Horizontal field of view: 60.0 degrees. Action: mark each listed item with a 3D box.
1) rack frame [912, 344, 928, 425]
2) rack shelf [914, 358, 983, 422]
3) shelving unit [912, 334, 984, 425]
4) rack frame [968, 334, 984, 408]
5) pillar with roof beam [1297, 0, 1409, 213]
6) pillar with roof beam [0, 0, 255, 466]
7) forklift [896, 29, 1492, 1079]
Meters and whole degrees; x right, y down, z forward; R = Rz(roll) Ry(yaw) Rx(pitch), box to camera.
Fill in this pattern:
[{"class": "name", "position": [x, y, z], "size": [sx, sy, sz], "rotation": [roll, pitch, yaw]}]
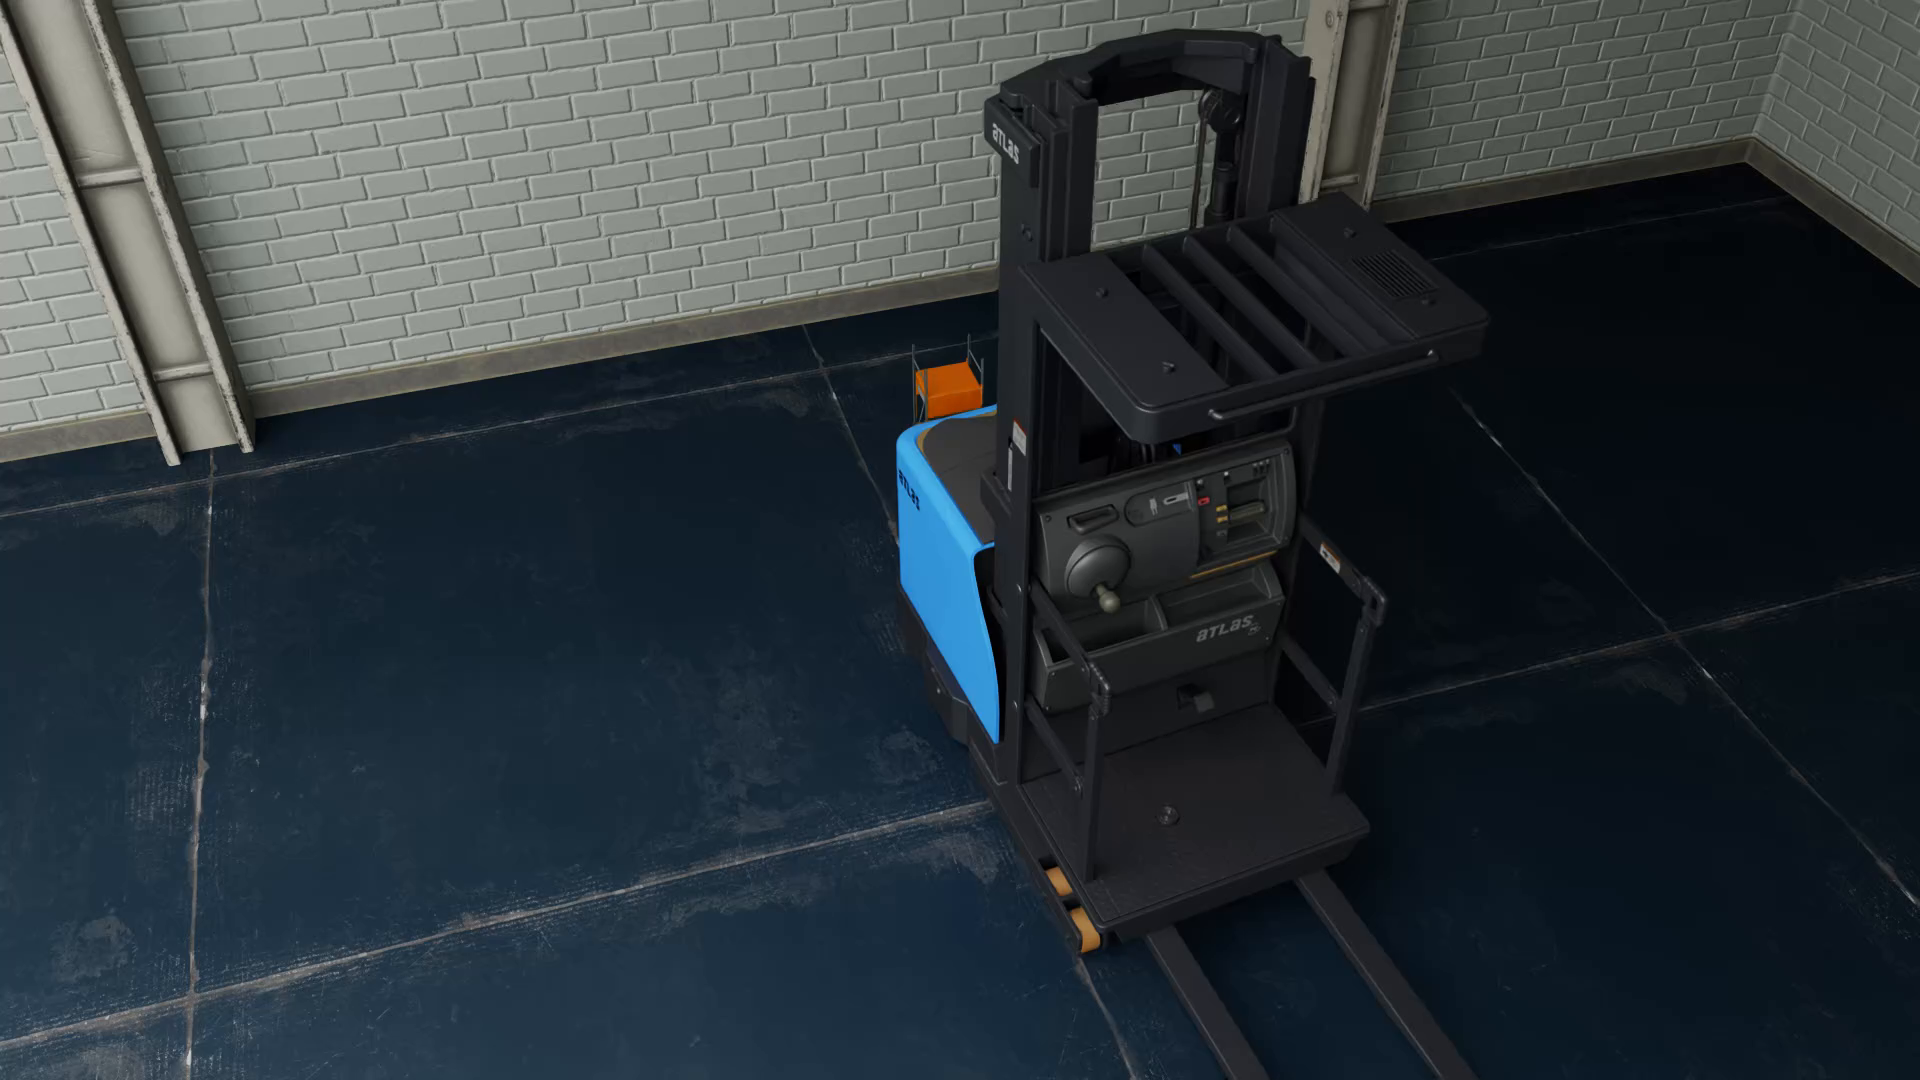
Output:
[{"class": "rack frame", "position": [-0.167, -0.361, 7.214], "size": [0.008, 1.050, 0.200], "rotation": [-12, 42, -13]}, {"class": "rack shelf", "position": [-0.051, -0.590, 7.062], "size": [0.240, 0.259, 0.215], "rotation": [-12, 42, -13]}, {"class": "shelving unit", "position": [-0.051, -0.385, 7.242], "size": [0.252, 1.050, 0.215], "rotation": [-12, 42, -13]}, {"class": "rack frame", "position": [0.065, -0.409, 7.270], "size": [0.008, 1.050, 0.200], "rotation": [-12, 42, -13]}, {"class": "pillar with roof beam", "position": [3.347, -2.364, 3.466], "size": [0.400, 9.000, 9.100], "rotation": [-12, 42, -13]}, {"class": "pillar with roof beam", "position": [-2.376, -1.179, 2.109], "size": [0.400, 9.000, 9.100], "rotation": [-12, 42, -13]}, {"class": "forklift", "position": [0.779, 0.040, 5.326], "size": [1.130, 2.935, 3.031], "rotation": [-16, 44, -17]}]
